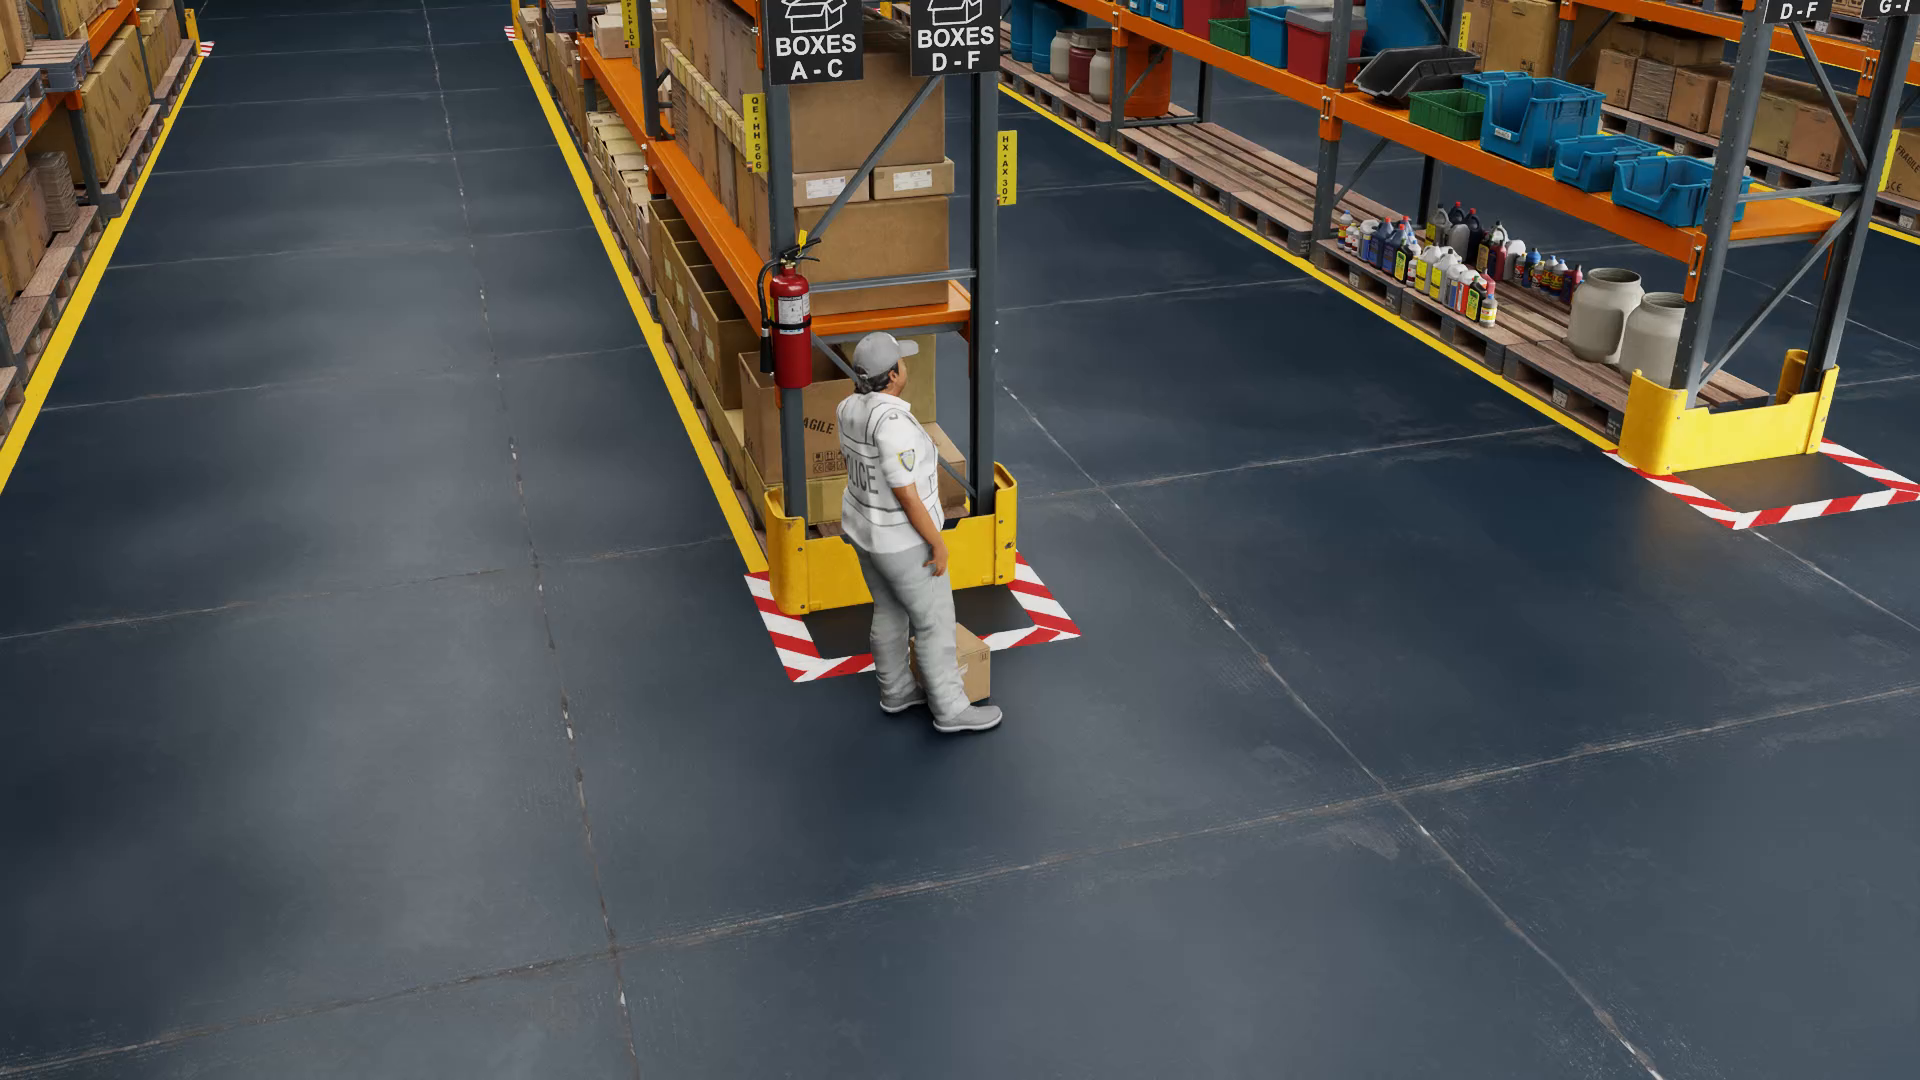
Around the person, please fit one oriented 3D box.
[{"bbox_3d":[-0.180,-0.036,6.660,0.529,1.670,0.599,-15,30,-28],"label":"person"}]
